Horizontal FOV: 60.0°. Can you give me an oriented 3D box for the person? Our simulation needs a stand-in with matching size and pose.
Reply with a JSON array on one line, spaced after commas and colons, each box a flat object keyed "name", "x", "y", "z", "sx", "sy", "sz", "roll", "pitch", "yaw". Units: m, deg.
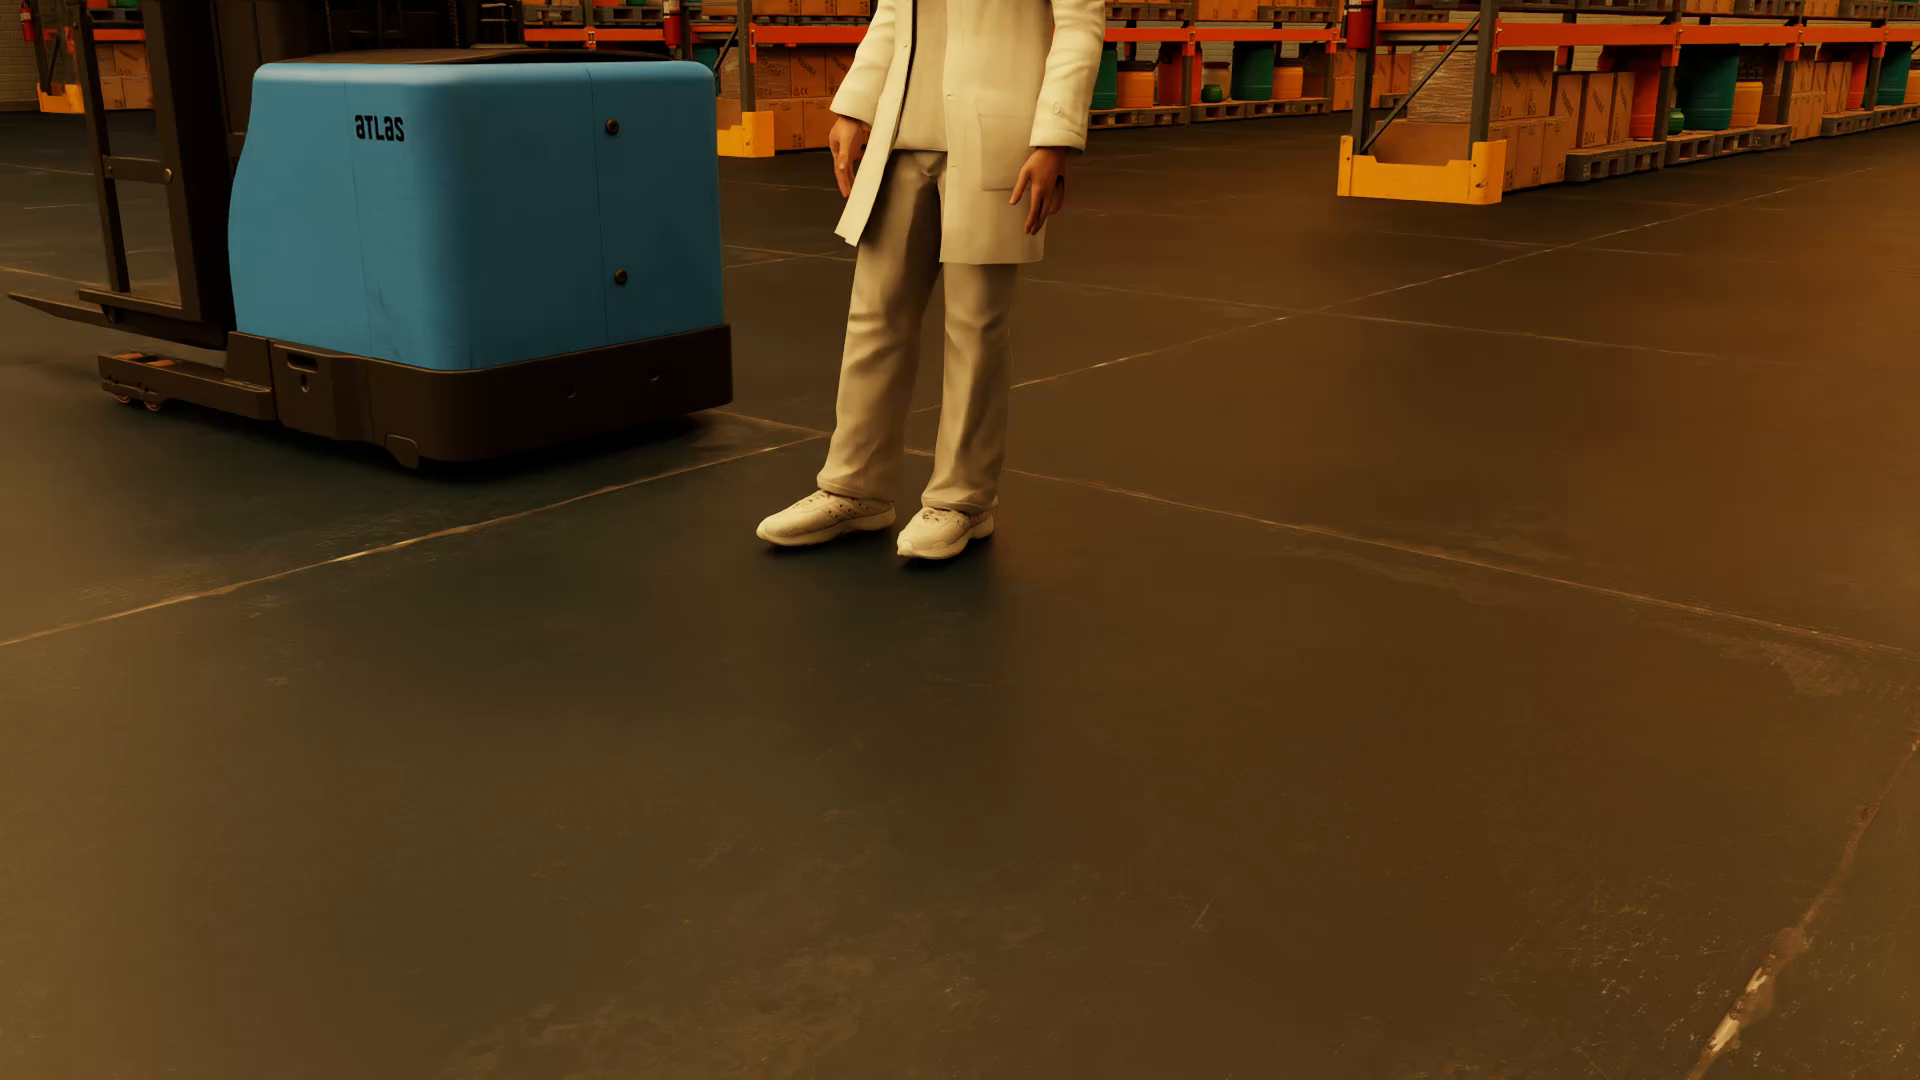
[{"name": "person", "x": -0.061, "y": -0.838, "z": 3.616, "sx": 0.698, "sy": 1.777, "sz": 0.578, "roll": 13, "pitch": 21, "yaw": 37}]

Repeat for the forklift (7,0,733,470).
[{"name": "forklift", "x": -2.167, "y": -1.916, "z": 5.209, "sx": 3.031, "sy": 2.935, "sz": 1.130, "roll": 13, "pitch": 21, "yaw": 36}]
